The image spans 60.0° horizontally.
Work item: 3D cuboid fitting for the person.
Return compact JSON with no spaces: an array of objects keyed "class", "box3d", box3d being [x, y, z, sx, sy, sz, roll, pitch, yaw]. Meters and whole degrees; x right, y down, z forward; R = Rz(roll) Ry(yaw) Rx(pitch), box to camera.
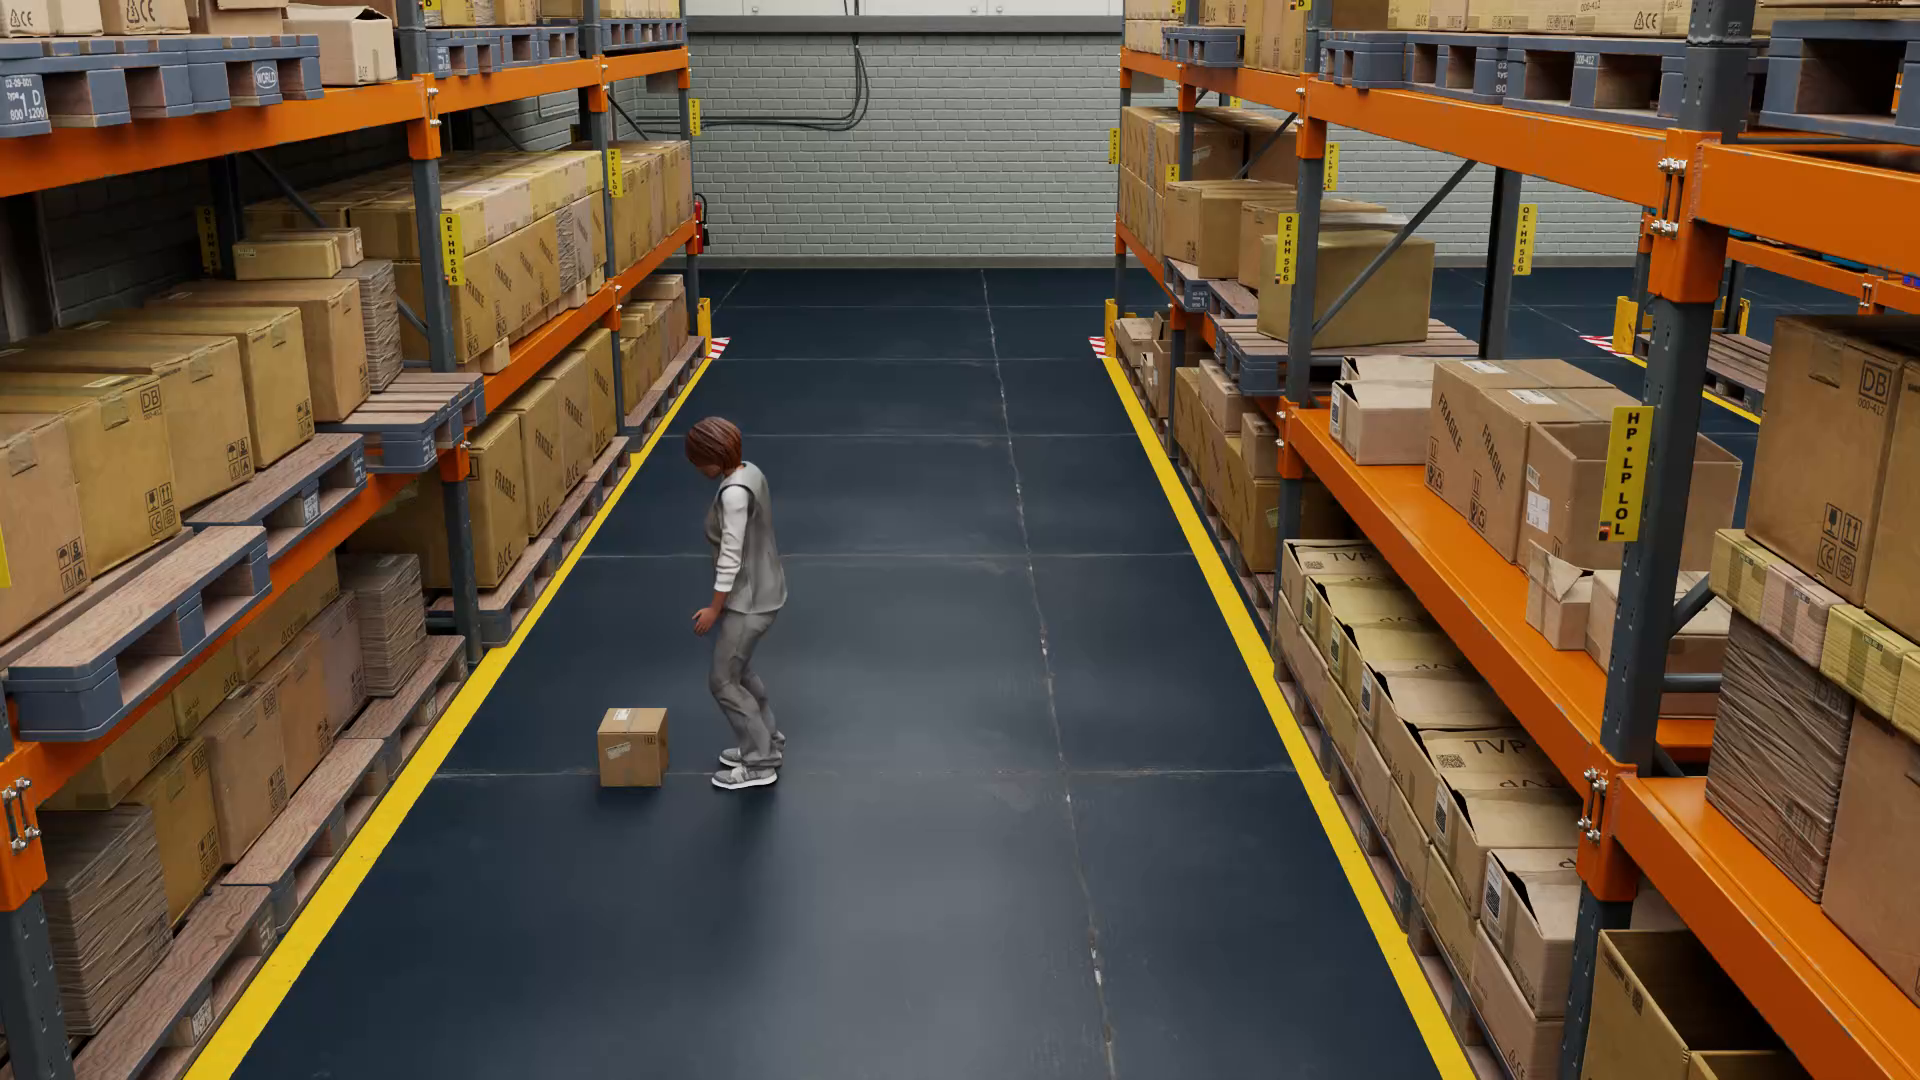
[{"class":"person","box3d":[-0.900,0.270,6.810,0.382,1.542,0.426,0,17,1]}]
